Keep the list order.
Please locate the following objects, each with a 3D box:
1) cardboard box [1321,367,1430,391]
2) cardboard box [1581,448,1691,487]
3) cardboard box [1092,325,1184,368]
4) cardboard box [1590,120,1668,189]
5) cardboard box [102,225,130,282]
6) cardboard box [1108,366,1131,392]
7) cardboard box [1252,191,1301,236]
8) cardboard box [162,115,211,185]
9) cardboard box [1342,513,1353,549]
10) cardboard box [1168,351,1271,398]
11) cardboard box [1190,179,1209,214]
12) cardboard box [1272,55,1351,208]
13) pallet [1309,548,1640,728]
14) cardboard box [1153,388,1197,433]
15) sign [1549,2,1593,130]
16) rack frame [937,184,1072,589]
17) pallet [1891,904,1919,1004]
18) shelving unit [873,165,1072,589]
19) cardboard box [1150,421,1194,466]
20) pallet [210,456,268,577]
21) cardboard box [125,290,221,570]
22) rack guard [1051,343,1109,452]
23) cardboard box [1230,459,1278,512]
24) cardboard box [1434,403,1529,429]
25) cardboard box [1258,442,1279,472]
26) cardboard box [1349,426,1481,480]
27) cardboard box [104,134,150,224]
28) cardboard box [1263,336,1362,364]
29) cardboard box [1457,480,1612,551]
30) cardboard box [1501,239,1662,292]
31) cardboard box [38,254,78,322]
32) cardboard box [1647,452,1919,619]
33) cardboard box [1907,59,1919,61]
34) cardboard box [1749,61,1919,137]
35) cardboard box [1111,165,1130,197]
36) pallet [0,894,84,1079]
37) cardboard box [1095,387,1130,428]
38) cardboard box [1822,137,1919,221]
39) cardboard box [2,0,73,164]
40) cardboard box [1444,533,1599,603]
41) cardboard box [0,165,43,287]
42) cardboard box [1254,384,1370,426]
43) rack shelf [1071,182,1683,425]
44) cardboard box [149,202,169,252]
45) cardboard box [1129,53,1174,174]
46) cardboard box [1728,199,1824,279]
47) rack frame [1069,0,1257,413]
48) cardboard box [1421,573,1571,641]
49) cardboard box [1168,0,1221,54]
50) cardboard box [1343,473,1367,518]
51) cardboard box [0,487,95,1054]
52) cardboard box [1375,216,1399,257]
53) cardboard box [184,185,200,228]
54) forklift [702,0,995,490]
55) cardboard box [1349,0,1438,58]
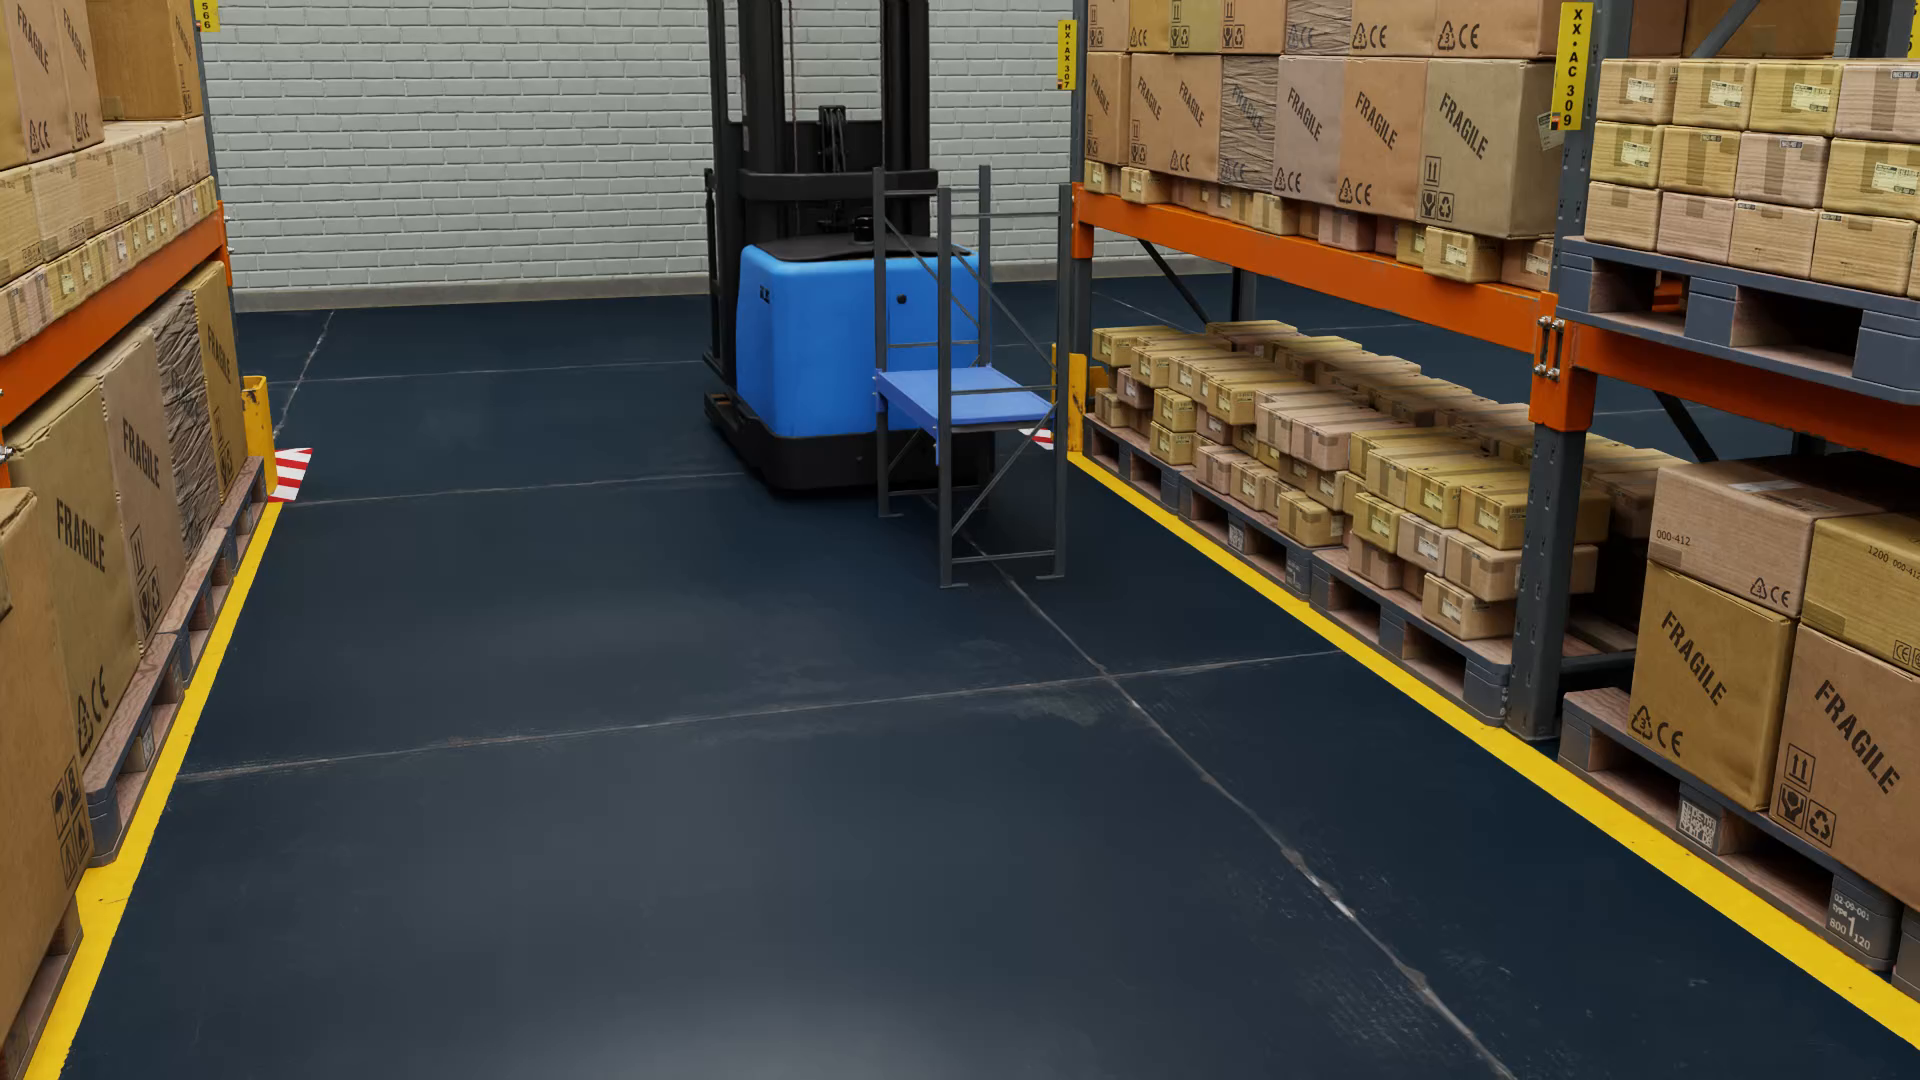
[{"bbox_3d":[1.746,-0.623,7.004,0.380,0.149,0.250,-5,18,-17],"label":"cardboard box"},{"bbox_3d":[2.231,-0.199,5.593,0.380,0.149,0.250,-4,17,-13],"label":"cardboard box"},{"bbox_3d":[0.863,-0.941,8.064,0.380,0.149,0.250,-6,18,-18],"label":"cardboard box"},{"bbox_3d":[1.811,-0.964,4.137,0.380,0.149,0.250,-4,17,-14],"label":"cardboard box"},{"bbox_3d":[-2.770,-0.868,5.065,0.380,0.149,0.250,-4,17,-15],"label":"cardboard box"},{"bbox_3d":[0.943,-0.806,8.128,0.380,0.149,0.250,-4,17,-13],"label":"cardboard box"},{"bbox_3d":[1.343,-1.253,6.346,0.380,0.149,0.250,-4,17,-14],"label":"cardboard box"},{"bbox_3d":[-3.362,-1.586,6.761,0.500,0.250,0.500,-5,17,-16],"label":"cardboard box"},{"bbox_3d":[1.629,-0.032,6.071,0.380,0.149,0.250,-5,17,-17],"label":"cardboard box"},{"bbox_3d":[1.149,-0.733,7.369,0.380,0.149,0.250,-6,18,-18],"label":"cardboard box"},{"bbox_3d":[1.206,-1.473,7.079,0.380,0.149,0.250,-5,17,-16],"label":"cardboard box"},{"bbox_3d":[1.464,-1.469,5.939,0.500,0.500,0.500,-5,17,-16],"label":"cardboard box"},{"bbox_3d":[1.927,0.266,5.698,1.003,0.211,1.213,-5,17,-15],"label":"pallet"},{"bbox_3d":[1.083,-0.585,7.394,0.380,0.149,0.250,-4,17,-14],"label":"cardboard box"},{"bbox_3d":[1.626,-1.256,4.414,0.100,0.325,0.005,-5,17,-15],"label":"sign"},{"bbox_3d":[0.163,-0.554,6.190,0.500,1.500,0.032,-5,17,-15],"label":"rack frame"},{"bbox_3d":[2.699,1.003,3.247,1.003,0.211,1.213,-5,17,-15],"label":"pallet"},{"bbox_3d":[0.023,-0.695,6.658,0.538,1.500,1.048,-5,17,-15],"label":"shelving unit"},{"bbox_3d":[1.073,-0.445,7.444,0.380,0.149,0.250,-4,17,-15],"label":"cardboard box"},{"bbox_3d":[-3.456,-0.078,6.845,1.003,0.211,1.213,-5,17,-15],"label":"pallet"},{"bbox_3d":[-3.248,-0.390,5.998,0.875,0.875,0.875,-5,17,-15],"label":"cardboard box"},{"bbox_3d":[1.067,-0.774,8.661,1.175,0.500,0.348,-5,17,-15],"label":"rack guard"},{"bbox_3d":[1.320,-0.231,6.734,0.380,0.149,0.250,-5,17,-15],"label":"cardboard box"},{"bbox_3d":[2.029,-0.413,6.303,0.380,0.149,0.250,-4,17,-14],"label":"cardboard box"},{"bbox_3d":[1.426,-0.372,6.685,0.380,0.149,0.250,-4,17,-13],"label":"cardboard box"},{"bbox_3d":[1.617,-0.298,5.923,0.380,0.149,0.250,-4,17,-13],"label":"cardboard box"},{"bbox_3d":[-2.936,-1.161,5.347,0.500,0.250,0.500,-5,17,-15],"label":"cardboard box"},{"bbox_3d":[1.642,-0.851,7.763,0.380,0.149,0.250,-5,17,-16],"label":"cardboard box"},{"bbox_3d":[1.797,-0.085,5.211,0.380,0.149,0.250,-4,17,-14],"label":"cardboard box"},{"bbox_3d":[1.842,-0.826,4.926,0.380,0.149,0.250,-5,17,-16],"label":"cardboard box"},{"bbox_3d":[-2.558,-0.655,4.356,0.380,0.149,0.250,-4,17,-13],"label":"cardboard box"},{"bbox_3d":[2.094,-0.024,4.129,0.500,0.250,0.500,-5,18,-18],"label":"cardboard box"},{"bbox_3d":[2.518,-1.082,4.013,0.380,0.149,0.250,-5,17,-17],"label":"cardboard box"},{"bbox_3d":[1.962,-0.959,3.603,0.380,0.149,0.250,-5,17,-15],"label":"cardboard box"},{"bbox_3d":[0.930,-1.690,7.800,0.380,0.149,0.250,-4,17,-13],"label":"cardboard box"},{"bbox_3d":[-2.367,1.021,3.186,1.003,0.211,1.213,-5,17,-15],"label":"pallet"},{"bbox_3d":[0.882,-0.658,8.154,0.380,0.149,0.250,-4,17,-14],"label":"cardboard box"},{"bbox_3d":[2.028,-0.749,3.422,0.380,0.149,0.250,-5,18,-18],"label":"cardboard box"},{"bbox_3d":[-2.665,-1.241,4.310,0.500,0.500,0.500,-5,17,-15],"label":"cardboard box"},{"bbox_3d":[1.753,0.074,5.201,0.380,0.149,0.250,-4,17,-14],"label":"cardboard box"},{"bbox_3d":[-2.529,-0.743,3.956,0.500,0.250,0.500,-5,17,-16],"label":"cardboard box"},{"bbox_3d":[1.405,-0.517,6.651,0.380,0.149,0.250,-5,17,-15],"label":"cardboard box"},{"bbox_3d":[1.596,-1.095,6.633,1.077,0.370,4.000,-5,17,-15],"label":"rack shelf"},{"bbox_3d":[-2.982,-1.082,5.775,0.380,0.149,0.250,-5,17,-15],"label":"cardboard box"},{"bbox_3d":[1.075,-1.891,7.342,0.500,0.500,0.500,-5,17,-15],"label":"cardboard box"},{"bbox_3d":[1.958,-0.676,3.695,0.380,0.149,0.250,-5,17,-15],"label":"cardboard box"},{"bbox_3d":[1.046,-1.993,8.371,1.000,3.000,0.127,-5,17,-15],"label":"rack frame"},{"bbox_3d":[1.710,0.197,5.309,0.380,0.149,0.250,-4,17,-15],"label":"cardboard box"},{"bbox_3d":[1.180,-2.232,6.739,0.500,0.500,0.500,-5,17,-16],"label":"cardboard box"},{"bbox_3d":[1.602,-0.150,5.946,0.380,0.149,0.250,-5,17,-15],"label":"cardboard box"},{"bbox_3d":[-2.456,0.470,3.137,1.225,0.875,0.875,-5,17,-15],"label":"cardboard box"},{"bbox_3d":[1.645,-1.044,5.651,0.380,0.149,0.250,-5,17,-17],"label":"cardboard box"},{"bbox_3d":[-3.195,-1.294,6.482,0.380,0.149,0.250,-5,17,-15],"label":"cardboard box"},{"bbox_3d":[-0.762,-2.012,8.554,1.130,2.935,3.031,-5,17,-17],"label":"forklift"},{"bbox_3d":[1.609,-1.807,5.323,0.500,0.500,0.500,-5,18,-17],"label":"cardboard box"}]
